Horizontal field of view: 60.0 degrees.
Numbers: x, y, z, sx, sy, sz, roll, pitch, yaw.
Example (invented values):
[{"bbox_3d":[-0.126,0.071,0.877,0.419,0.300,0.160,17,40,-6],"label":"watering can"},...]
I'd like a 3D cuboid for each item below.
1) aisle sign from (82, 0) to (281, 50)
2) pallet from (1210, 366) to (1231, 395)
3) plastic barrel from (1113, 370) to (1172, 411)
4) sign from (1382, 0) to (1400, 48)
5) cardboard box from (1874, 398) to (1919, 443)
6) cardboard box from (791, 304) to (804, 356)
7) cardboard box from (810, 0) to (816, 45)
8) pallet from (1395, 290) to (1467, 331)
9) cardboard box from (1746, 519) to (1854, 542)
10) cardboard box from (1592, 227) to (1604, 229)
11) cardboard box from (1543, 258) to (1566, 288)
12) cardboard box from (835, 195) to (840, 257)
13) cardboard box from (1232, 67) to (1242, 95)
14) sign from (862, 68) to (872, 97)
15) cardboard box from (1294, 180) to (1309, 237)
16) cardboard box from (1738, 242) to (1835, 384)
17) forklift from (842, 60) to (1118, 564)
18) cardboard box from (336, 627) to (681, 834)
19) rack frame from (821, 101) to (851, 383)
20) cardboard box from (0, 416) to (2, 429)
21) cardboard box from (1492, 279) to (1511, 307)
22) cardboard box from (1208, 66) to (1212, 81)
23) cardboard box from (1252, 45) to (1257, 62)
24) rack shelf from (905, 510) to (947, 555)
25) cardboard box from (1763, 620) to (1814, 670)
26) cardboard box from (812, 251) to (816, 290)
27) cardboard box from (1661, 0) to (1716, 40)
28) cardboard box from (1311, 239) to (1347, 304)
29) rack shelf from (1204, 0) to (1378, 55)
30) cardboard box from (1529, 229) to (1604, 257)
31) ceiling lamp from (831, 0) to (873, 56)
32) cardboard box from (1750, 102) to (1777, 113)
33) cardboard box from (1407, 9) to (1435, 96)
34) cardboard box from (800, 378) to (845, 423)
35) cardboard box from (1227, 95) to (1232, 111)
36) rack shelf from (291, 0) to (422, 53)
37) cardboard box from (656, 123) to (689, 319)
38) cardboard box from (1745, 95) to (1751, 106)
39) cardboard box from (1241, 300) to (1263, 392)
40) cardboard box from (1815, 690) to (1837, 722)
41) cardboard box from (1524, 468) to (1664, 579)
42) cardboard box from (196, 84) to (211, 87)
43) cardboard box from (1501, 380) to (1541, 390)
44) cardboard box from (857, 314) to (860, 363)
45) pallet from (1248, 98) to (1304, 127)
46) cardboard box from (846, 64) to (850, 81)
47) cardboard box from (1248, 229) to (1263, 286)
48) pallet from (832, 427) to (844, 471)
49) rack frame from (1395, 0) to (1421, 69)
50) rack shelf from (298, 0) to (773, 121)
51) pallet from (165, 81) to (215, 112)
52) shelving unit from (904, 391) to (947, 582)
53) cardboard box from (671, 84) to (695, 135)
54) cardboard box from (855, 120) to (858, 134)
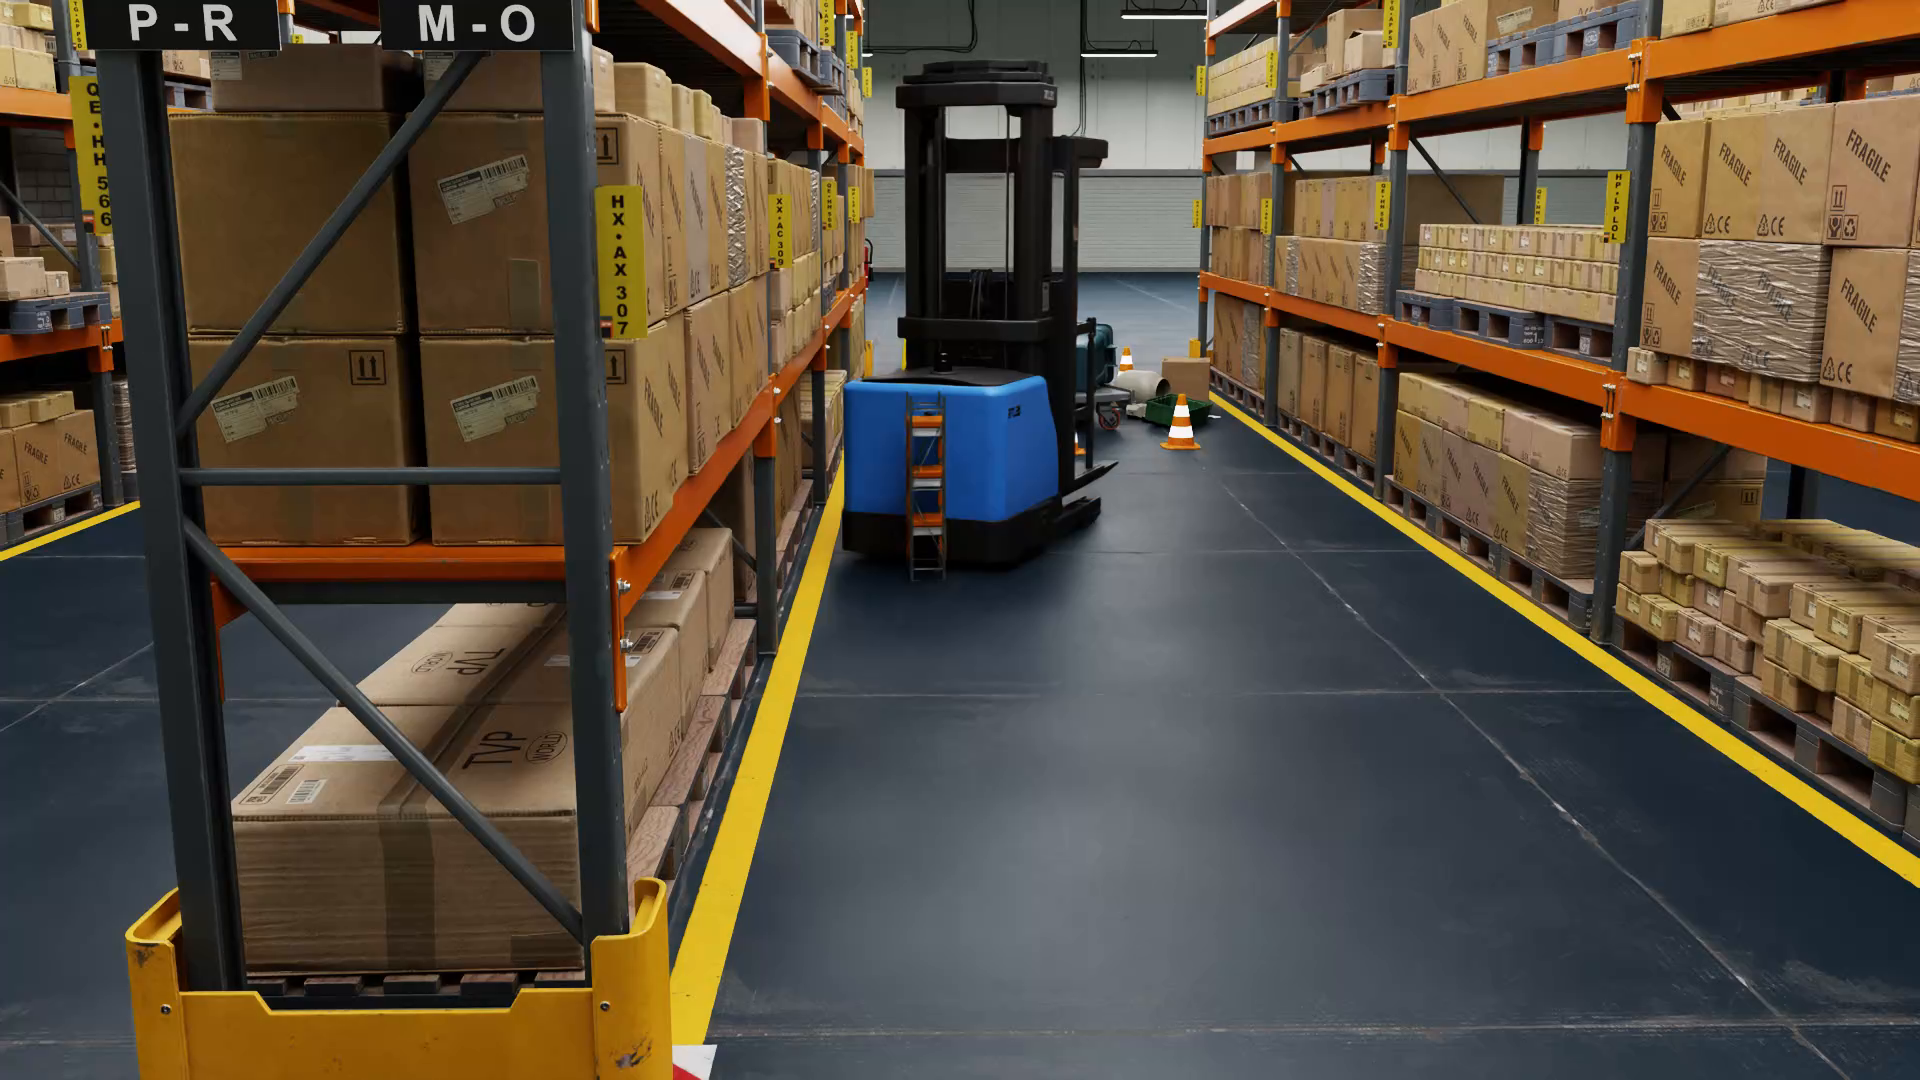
[{"bbox_3d":[-1.593,-1.392,3.337,0.394,0.787,0.004,0,11,-1],"label":"aisle sign"},{"bbox_3d":[3.426,-1.829,19.044,1.003,0.211,1.213,0,11,-1],"label":"pallet"},{"bbox_3d":[1.857,-1.516,16.966,0.512,0.421,0.421,9,15,38],"label":"plastic barrel"},{"bbox_3d":[2.942,-3.526,11.349,0.100,0.325,0.005,0,11,-1],"label":"sign"},{"bbox_3d":[3.413,-0.423,5.733,0.380,0.149,0.250,0,11,0],"label":"cardboard box"},{"bbox_3d":[-1.119,-1.148,9.052,0.500,0.250,0.500,0,11,-2],"label":"cardboard box"},{"bbox_3d":[-1.239,-3.252,10.194,0.700,0.500,0.500,-1,11,-4],"label":"cardboard box"},{"bbox_3d":[3.618,-1.529,11.033,1.213,0.211,1.003,0,11,-1],"label":"pallet"},{"bbox_3d":[3.847,0.001,7.630,0.380,0.149,0.250,0,11,0],"label":"cardboard box"},{"bbox_3d":[3.990,-1.786,9.896,0.380,0.149,0.250,0,11,2],"label":"cardboard box"},{"bbox_3d":[3.355,-1.432,8.899,0.380,0.149,0.250,-1,11,-3],"label":"cardboard box"},{"bbox_3d":[-1.277,-2.627,13.909,0.500,0.500,0.500,0,11,1],"label":"cardboard box"},{"bbox_3d":[3.117,-4.753,17.222,0.500,0.250,0.500,0,11,-1],"label":"cardboard box"},{"bbox_3d":[-1.060,-5.216,18.954,0.100,0.325,0.005,0,11,-1],"label":"sign"},{"bbox_3d":[3.431,-2.999,15.033,0.700,0.500,0.500,0,11,-2],"label":"cardboard box"},{"bbox_3d":[3.330,-0.866,6.282,0.500,0.500,0.500,0,11,-2],"label":"cardboard box"},{"bbox_3d":[0.307,-1.548,10.816,1.130,2.935,3.031,4,12,21],"label":"forklift"},{"bbox_3d":[-1.425,0.604,5.426,0.875,0.438,0.875,0,11,0],"label":"cardboard box"},{"bbox_3d":[-1.532,-2.519,15.430,1.000,3.000,0.127,0,11,-1],"label":"rack frame"},{"bbox_3d":[-6.191,-0.745,10.285,0.380,0.149,0.250,0,11,1],"label":"cardboard box"},{"bbox_3d":[3.338,-1.442,9.696,0.380,0.149,0.250,-1,11,-3],"label":"cardboard box"},{"bbox_3d":[3.020,-5.279,18.811,0.380,0.149,0.250,0,11,-1],"label":"cardboard box"},{"bbox_3d":[3.074,-4.773,16.315,0.380,0.149,0.250,0,11,0],"label":"cardboard box"},{"bbox_3d":[-0.196,-0.023,9.481,0.215,0.259,0.240,-1,11,-7],"label":"rack shelf"},{"bbox_3d":[3.330,0.407,6.374,0.380,0.149,0.250,0,11,-2],"label":"cardboard box"},{"bbox_3d":[-1.172,-1.698,10.504,0.500,0.250,0.500,-1,11,-3],"label":"cardboard box"},{"bbox_3d":[3.325,-2.272,7.048,0.500,0.250,0.500,0,11,2],"label":"cardboard box"},{"bbox_3d":[3.185,-2.202,13.616,0.500,0.500,0.500,0,11,0],"label":"cardboard box"},{"bbox_3d":[3.373,-5.348,17.104,1.077,0.370,4.000,0,11,-1],"label":"rack shelf"},{"bbox_3d":[3.359,-1.628,9.119,0.380,0.149,0.250,-1,11,-3],"label":"cardboard box"},{"bbox_3d":[-3.256,-14.166,43.072,2.000,3.185,0.800,0,11,-1],"label":"ceiling lamp"},{"bbox_3d":[8.105,-4.149,16.301,0.500,0.250,0.500,0,11,0],"label":"cardboard box"},{"bbox_3d":[3.243,-3.168,10.837,0.500,0.500,0.500,0,11,-1],"label":"cardboard box"},{"bbox_3d":[-1.501,-1.190,14.431,0.950,0.372,0.625,0,11,2],"label":"cardboard box"},{"bbox_3d":[3.044,-4.636,17.644,0.380,0.149,0.250,0,11,-2],"label":"cardboard box"},{"bbox_3d":[-6.536,-5.287,16.800,1.077,0.370,4.000,0,11,-1],"label":"rack shelf"},{"bbox_3d":[-1.027,-0.872,4.545,0.500,0.500,0.500,-1,11,-3],"label":"cardboard box"},{"bbox_3d":[8.111,-4.424,16.652,0.380,0.149,0.250,0,11,1],"label":"cardboard box"},{"bbox_3d":[3.449,-2.028,17.299,0.875,0.875,0.875,0,11,-1],"label":"cardboard box"},{"bbox_3d":[3.415,0.606,6.143,0.380,0.149,0.250,0,11,0],"label":"cardboard box"},{"bbox_3d":[3.313,-0.096,8.717,0.500,0.500,0.500,0,11,-2],"label":"cardboard box"},{"bbox_3d":[-6.169,-3.882,13.929,0.380,0.149,0.250,0,11,-1],"label":"cardboard box"},{"bbox_3d":[3.795,-0.877,10.683,0.500,0.250,0.500,0,11,0],"label":"cardboard box"},{"bbox_3d":[-1.307,-2.072,17.203,0.500,0.500,0.500,0,11,2],"label":"cardboard box"},{"bbox_3d":[3.408,-4.148,16.142,1.003,0.211,1.213,0,11,-1],"label":"pallet"},{"bbox_3d":[-1.213,-4.320,15.393,0.380,0.149,0.250,0,11,-2],"label":"cardboard box"},{"bbox_3d":[3.361,-2.815,16.514,0.875,0.550,0.550,0,11,-1],"label":"cardboard box"},{"bbox_3d":[-1.487,-0.754,13.746,1.003,0.211,1.213,0,11,-1],"label":"pallet"},{"bbox_3d":[3.497,-4.704,11.113,1.000,3.000,0.127,0,11,-1],"label":"rack frame"},{"bbox_3d":[-1.326,-1.648,5.405,1.077,0.370,4.000,0,11,-1],"label":"rack shelf"},{"bbox_3d":[-6.542,-3.437,12.886,1.003,0.211,1.213,0,11,1],"label":"pallet"},{"bbox_3d":[-0.195,-0.306,9.424,0.215,1.050,0.252,-1,11,-7],"label":"shelving unit"},{"bbox_3d":[-1.027,-1.320,5.123,0.380,0.149,0.250,0,11,-1],"label":"cardboard box"},{"bbox_3d":[-1.252,-4.286,17.228,0.380,0.149,0.250,0,11,-2],"label":"cardboard box"}]
